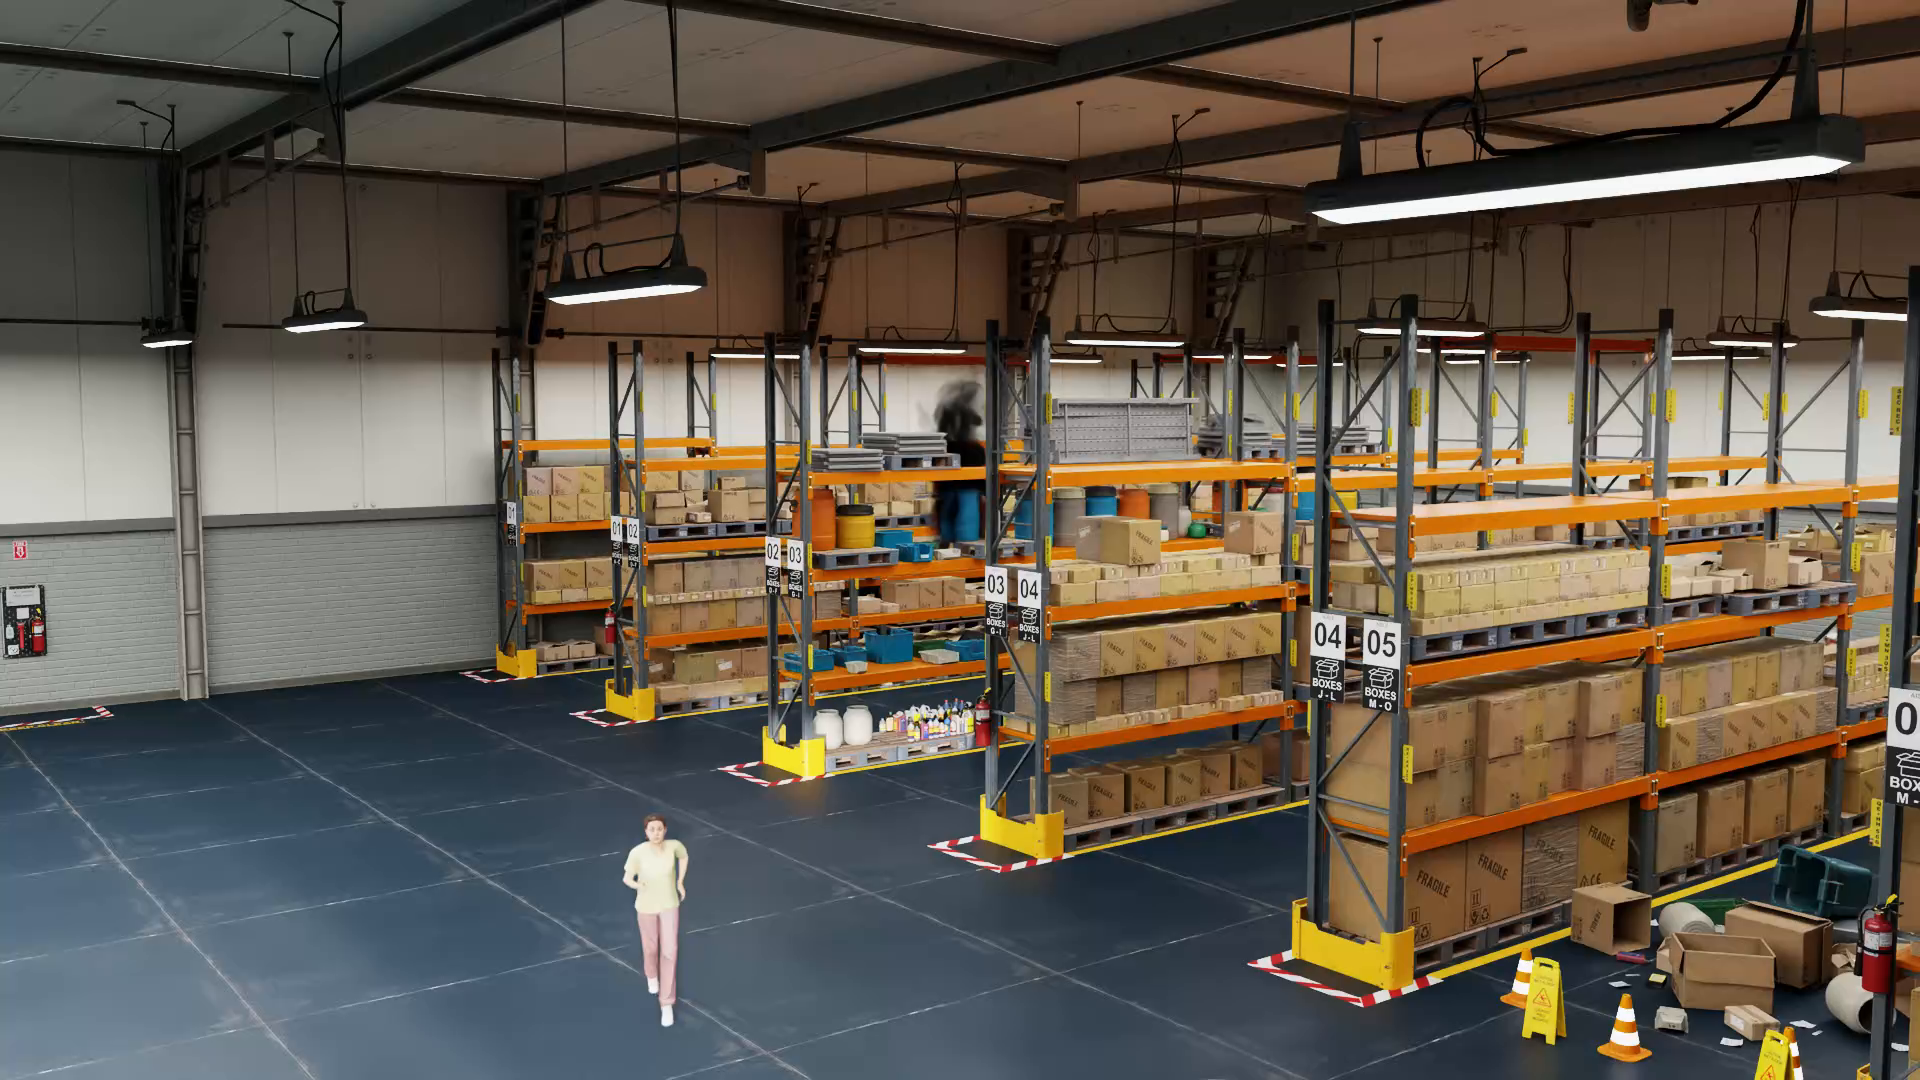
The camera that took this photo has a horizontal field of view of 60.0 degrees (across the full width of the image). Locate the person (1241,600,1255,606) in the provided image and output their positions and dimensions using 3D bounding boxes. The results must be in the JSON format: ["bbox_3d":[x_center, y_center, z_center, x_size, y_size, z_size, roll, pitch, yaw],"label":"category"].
[{"bbox_3d":[5.345,1.487,32.035,0.676,1.720,0.571,4,7,41],"label":"person"}]

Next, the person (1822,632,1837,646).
[{"bbox_3d":[12.510,2.202,23.813,0.873,1.780,0.664,-3,6,-35],"label":"person"}]

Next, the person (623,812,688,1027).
[{"bbox_3d":[-2.541,3.098,13.929,0.540,1.682,0.927,-1,5,-10],"label":"person"}]
